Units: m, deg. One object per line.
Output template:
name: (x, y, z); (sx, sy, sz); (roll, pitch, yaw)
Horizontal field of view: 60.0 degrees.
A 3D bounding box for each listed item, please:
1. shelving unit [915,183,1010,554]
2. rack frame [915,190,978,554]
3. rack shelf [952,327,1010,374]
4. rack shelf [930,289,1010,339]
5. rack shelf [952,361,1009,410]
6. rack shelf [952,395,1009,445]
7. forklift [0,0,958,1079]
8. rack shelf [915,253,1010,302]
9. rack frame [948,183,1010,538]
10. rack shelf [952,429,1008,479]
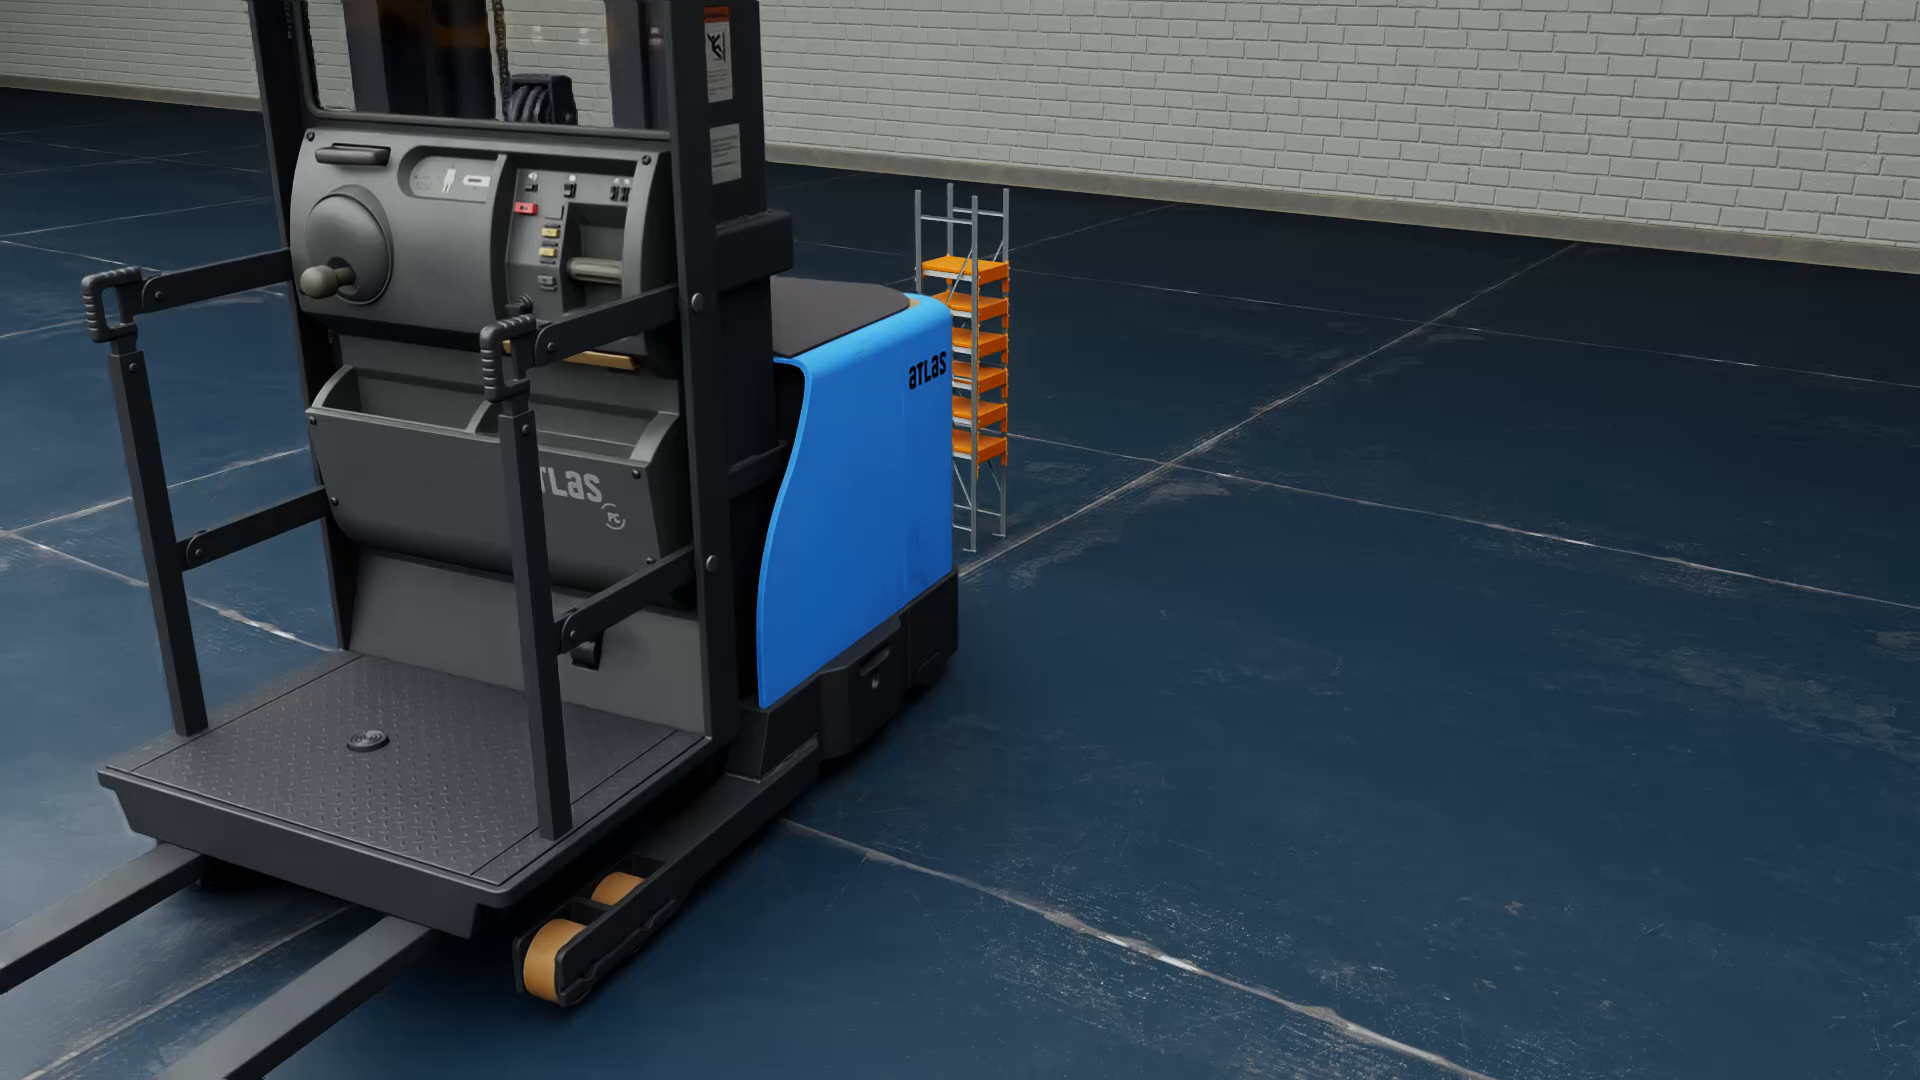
shelving unit: (0.008, -0.567, 5.568); (0.258, 1.200, 0.189); (13, 24, 32)
rack frame: (-0.043, -0.541, 5.497); (0.240, 1.200, 0.006); (13, 24, 32)
rack shelf: (0.008, -0.638, 5.542); (0.258, 0.103, 0.180); (13, 24, 32)
rack shelf: (0.008, -0.750, 5.500); (0.258, 0.103, 0.180); (13, 24, 32)
rack shelf: (0.008, -0.525, 5.583); (0.258, 0.103, 0.180); (13, 24, 32)
rack shelf: (0.008, -0.413, 5.625); (0.258, 0.103, 0.180); (13, 24, 32)
forklift: (-1.106, -0.630, 3.244); (1.130, 2.935, 3.031); (10, 22, 24)
rack shelf: (0.008, -0.863, 5.459); (0.258, 0.103, 0.180); (13, 24, 32)
rack frame: (0.060, -0.593, 5.639); (0.240, 1.200, 0.006); (13, 24, 32)
rack shelf: (0.008, -0.300, 5.667); (0.258, 0.103, 0.180); (13, 24, 32)
